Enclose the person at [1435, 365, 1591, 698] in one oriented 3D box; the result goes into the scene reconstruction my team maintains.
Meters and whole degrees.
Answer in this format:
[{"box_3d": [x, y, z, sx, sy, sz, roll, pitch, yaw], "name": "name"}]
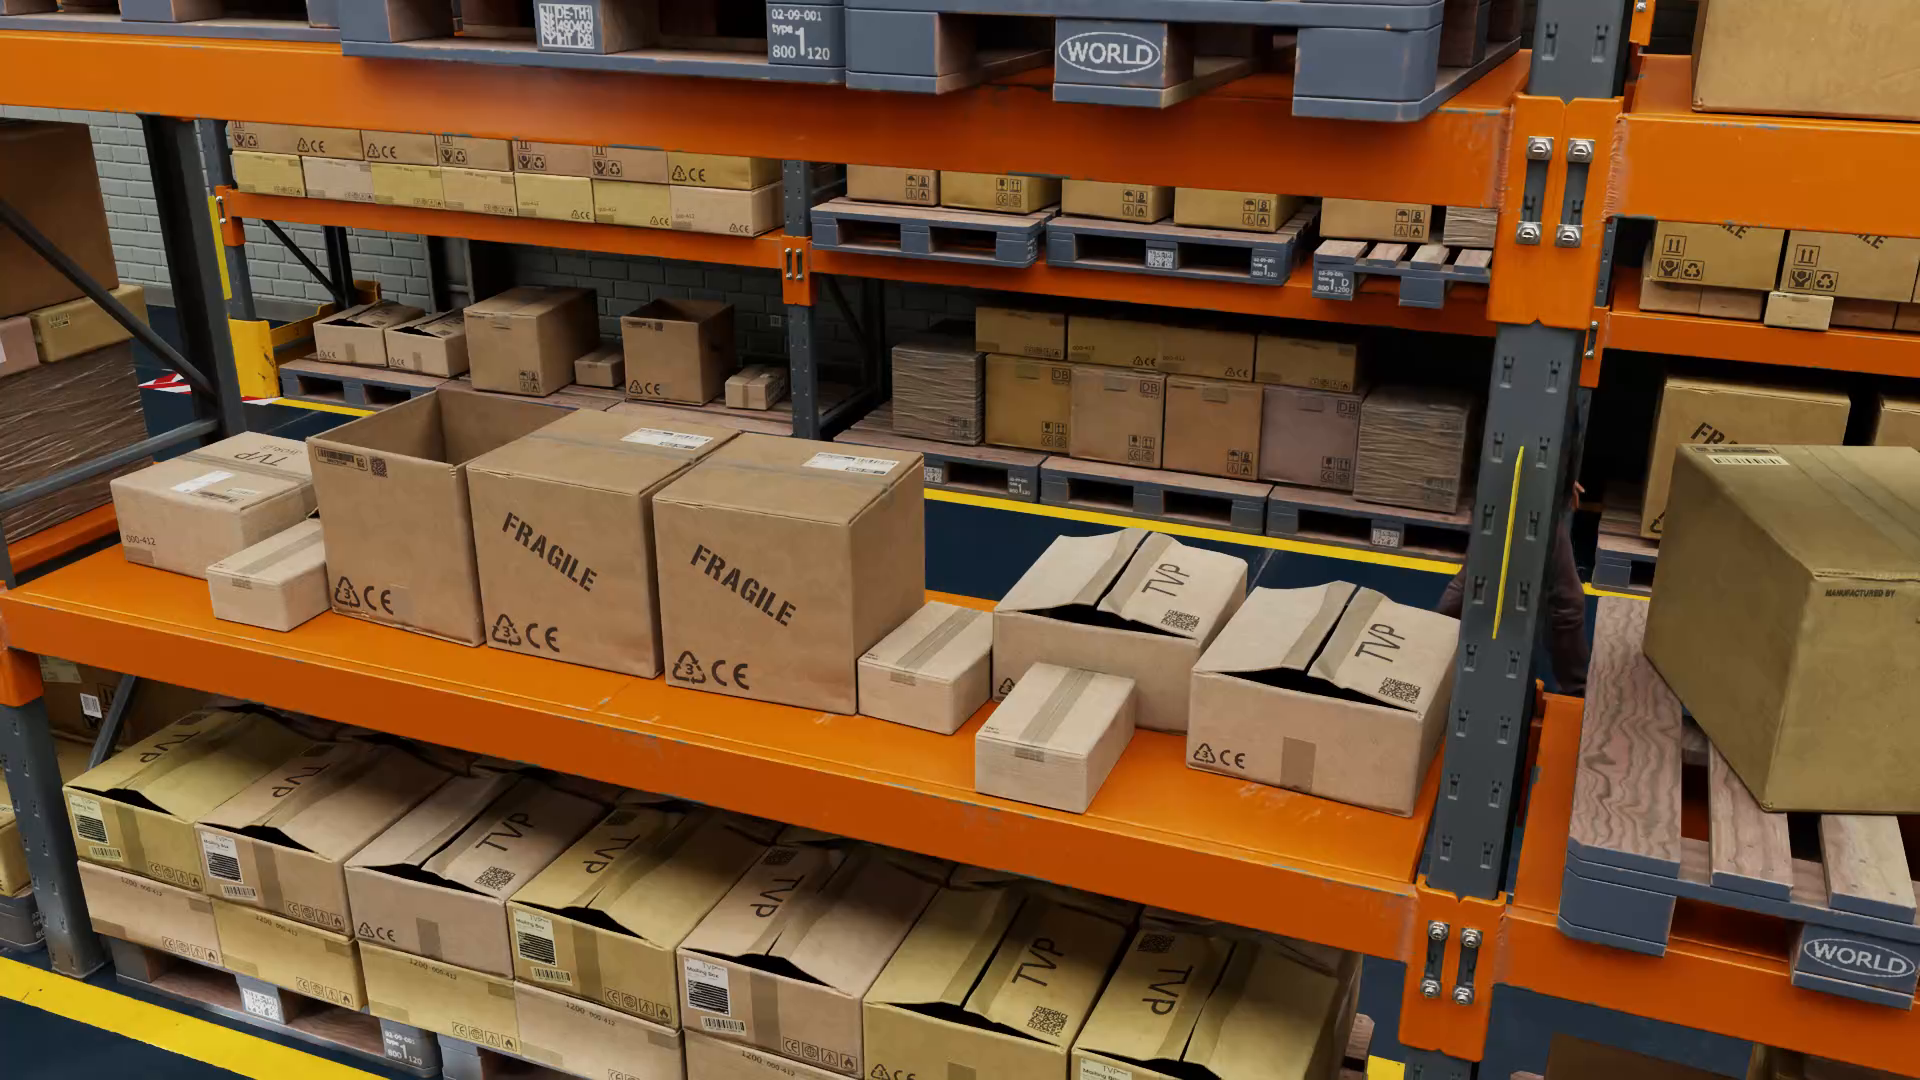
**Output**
[{"box_3d": [2.269, -0.140, 6.453, 0.881, 1.708, 0.572, 4, 23, 10], "name": "person"}]
